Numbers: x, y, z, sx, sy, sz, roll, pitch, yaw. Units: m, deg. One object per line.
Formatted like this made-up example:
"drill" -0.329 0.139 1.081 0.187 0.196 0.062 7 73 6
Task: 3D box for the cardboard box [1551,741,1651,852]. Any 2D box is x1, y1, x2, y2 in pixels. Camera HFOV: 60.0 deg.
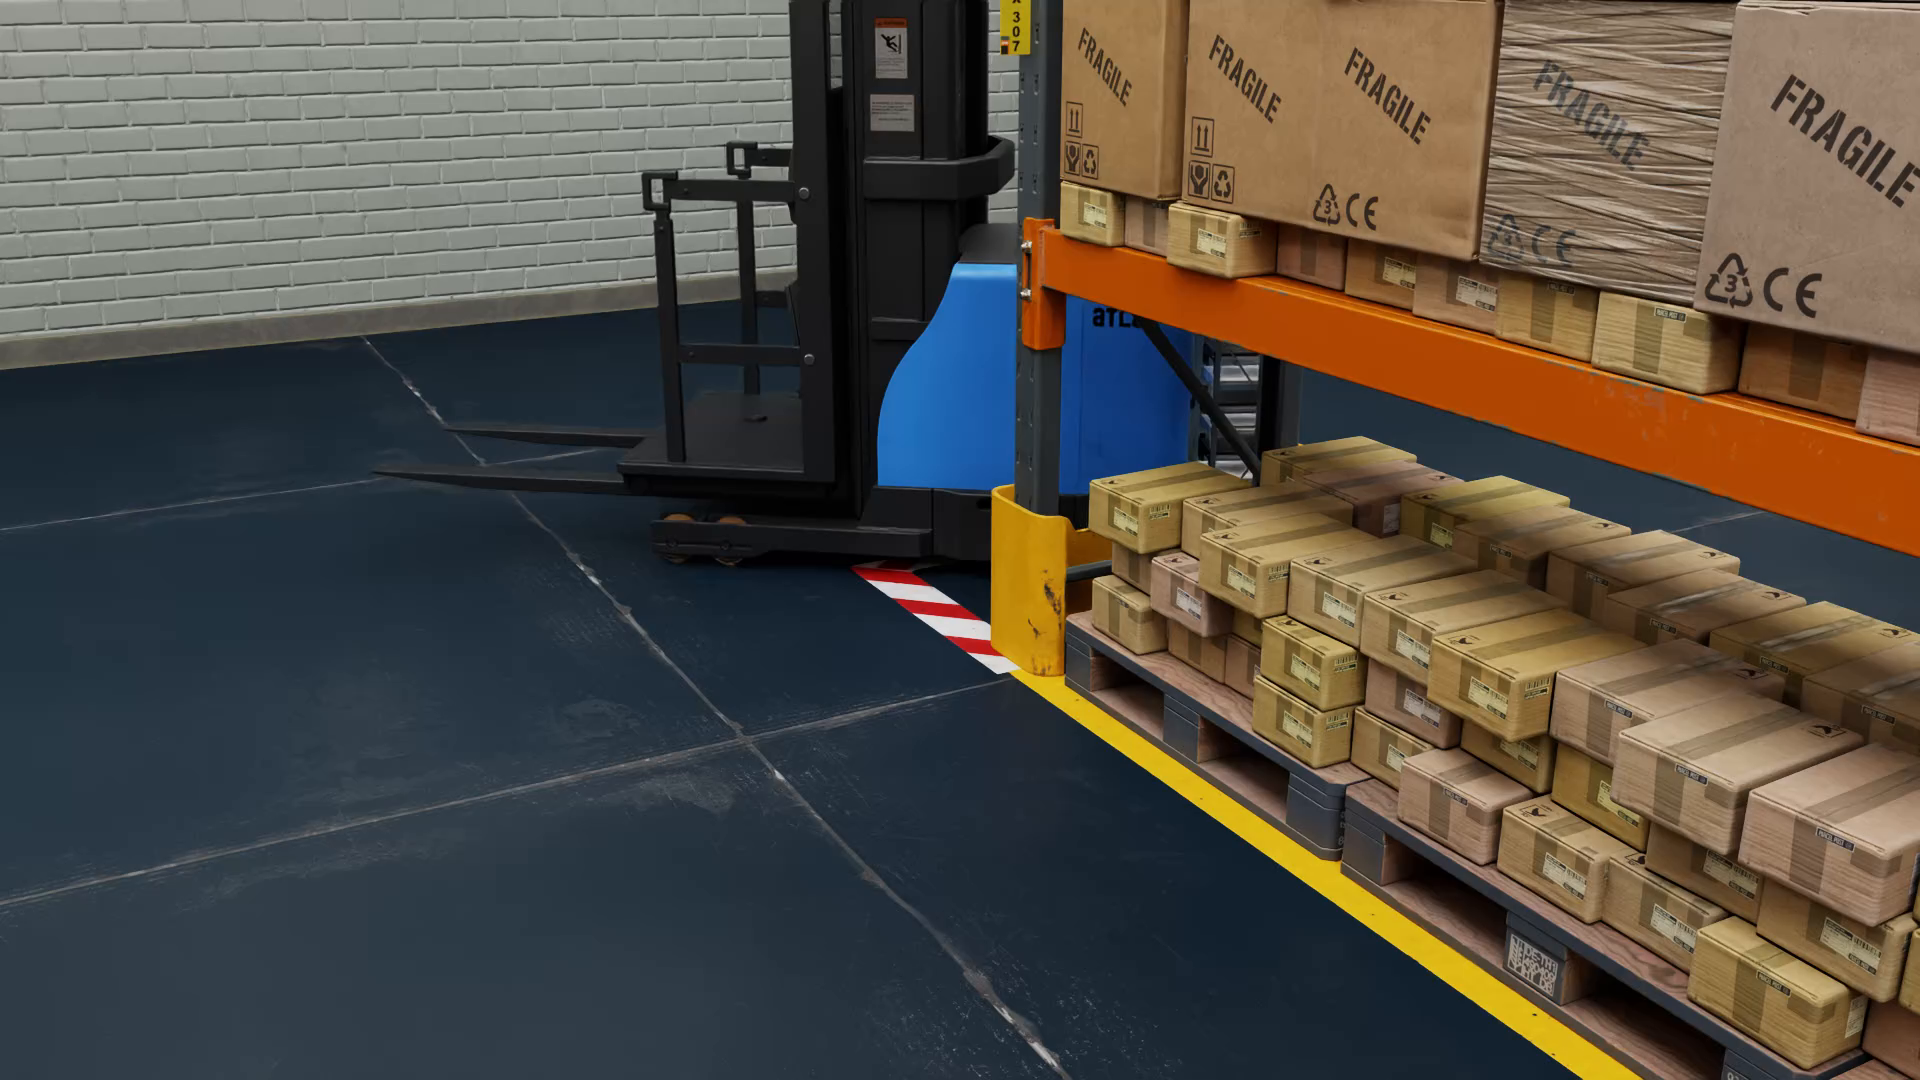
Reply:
"cardboard box" 1.450 0.481 3.409 0.380 0.149 0.250 -9 21 -24

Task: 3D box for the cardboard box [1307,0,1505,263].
"cardboard box" 1.100 -0.888 3.496 0.500 0.500 0.500 -10 21 -26

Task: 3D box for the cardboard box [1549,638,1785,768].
"cardboard box" 1.428 0.339 3.365 0.380 0.149 0.250 -10 21 -27

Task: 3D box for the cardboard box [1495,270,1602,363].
"cardboard box" 1.283 -0.461 3.255 0.380 0.149 0.250 -9 21 -25

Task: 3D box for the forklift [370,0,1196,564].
"forklift" -0.654 -1.466 5.886 3.031 2.935 1.130 3 19 8

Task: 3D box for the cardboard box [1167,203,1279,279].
"cardboard box" 0.736 -0.749 4.089 0.380 0.149 0.250 -11 22 -28

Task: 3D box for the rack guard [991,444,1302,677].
"rack guard" 0.668 0.040 5.250 1.175 0.500 0.348 -10 21 -27

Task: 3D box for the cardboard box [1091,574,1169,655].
"cardboard box" 0.599 0.185 4.723 0.380 0.149 0.250 -10 21 -26

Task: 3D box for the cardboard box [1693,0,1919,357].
"cardboard box" 1.573 -0.591 2.636 0.500 0.500 0.500 -10 21 -27

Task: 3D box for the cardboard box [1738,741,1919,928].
"cardboard box" 1.588 0.503 2.890 0.380 0.149 0.250 -11 22 -29

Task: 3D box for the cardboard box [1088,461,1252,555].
"cardboard box" 0.582 -0.093 4.617 0.380 0.149 0.250 -11 22 -29

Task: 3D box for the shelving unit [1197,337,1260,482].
"shelving unit" 1.007 -0.431 6.002 0.258 0.900 0.210 -1 19 -3

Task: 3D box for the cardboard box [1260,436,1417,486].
"cardboard box" 1.107 -0.183 4.879 0.380 0.149 0.250 -10 21 -26

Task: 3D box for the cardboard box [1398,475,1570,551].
"cardboard box" 1.410 -0.048 4.485 0.380 0.149 0.250 -11 22 -28

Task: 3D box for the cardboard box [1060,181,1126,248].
"cardboard box" 0.498 -0.901 4.530 0.380 0.149 0.250 -10 21 -27

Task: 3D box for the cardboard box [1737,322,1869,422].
"cardboard box" 1.567 -0.318 2.840 0.380 0.149 0.250 -10 22 -27

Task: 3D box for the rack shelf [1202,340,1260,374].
"rack shelf" 1.008 -0.655 5.924 0.258 0.077 0.200 -1 19 -3

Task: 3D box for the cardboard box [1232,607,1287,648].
"cardboard box" 0.930 0.179 4.286 0.380 0.149 0.250 -10 21 -26

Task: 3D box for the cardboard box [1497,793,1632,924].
"cardboard box" 1.346 0.627 3.442 0.380 0.149 0.250 -10 21 -27

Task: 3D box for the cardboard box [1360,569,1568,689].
"cardboard box" 1.140 0.199 3.770 0.380 0.149 0.250 -9 21 -25

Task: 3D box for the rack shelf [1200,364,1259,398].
"rack shelf" 1.007 -0.570 5.954 0.258 0.077 0.200 -1 19 -3

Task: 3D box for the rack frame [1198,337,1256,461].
"rack frame" 1.003 -0.465 6.098 0.240 0.900 0.006 -1 19 -3

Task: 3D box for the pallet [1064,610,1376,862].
"pallet" 1.023 0.415 4.606 1.003 0.211 1.213 -10 21 -27

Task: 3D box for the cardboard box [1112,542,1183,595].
"cardboard box" 0.655 0.035 4.703 0.380 0.149 0.250 -9 21 -24

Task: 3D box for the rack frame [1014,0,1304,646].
"rack frame" 0.632 -1.164 4.906 1.000 3.000 0.127 -10 21 -27

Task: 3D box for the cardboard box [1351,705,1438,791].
"cardboard box" 1.150 0.467 3.907 0.380 0.149 0.250 -10 21 -27

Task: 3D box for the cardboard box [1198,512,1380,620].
"cardboard box" 0.826 0.060 4.174 0.380 0.149 0.250 -10 21 -27

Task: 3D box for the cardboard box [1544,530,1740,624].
"cardboard box" 1.654 0.105 4.043 0.380 0.149 0.250 -9 21 -25

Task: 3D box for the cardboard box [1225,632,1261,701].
"cardboard box" 0.920 0.318 4.338 0.380 0.149 0.250 -10 21 -26

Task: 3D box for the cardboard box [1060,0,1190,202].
"cardboard box" 0.602 -1.180 4.344 0.500 0.500 0.500 -9 21 -24

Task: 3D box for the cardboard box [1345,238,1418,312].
"cardboard box" 1.086 -0.614 3.698 0.380 0.149 0.250 -10 22 -27

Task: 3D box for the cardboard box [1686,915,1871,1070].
"cardboard box" 1.554 0.777 3.009 0.380 0.149 0.250 -10 21 -27

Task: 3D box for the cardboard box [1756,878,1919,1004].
"cardboard box" 1.649 0.644 2.936 0.380 0.149 0.250 -9 21 -25

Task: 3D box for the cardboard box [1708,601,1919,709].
"cardboard box" 1.831 0.269 3.569 0.380 0.149 0.250 -10 21 -26

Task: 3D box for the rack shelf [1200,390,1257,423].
"rack shelf" 1.007 -0.485 5.983 0.258 0.077 0.200 -1 19 -3

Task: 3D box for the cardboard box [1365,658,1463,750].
"cardboard box" 1.165 0.331 3.845 0.380 0.149 0.250 -11 22 -29
